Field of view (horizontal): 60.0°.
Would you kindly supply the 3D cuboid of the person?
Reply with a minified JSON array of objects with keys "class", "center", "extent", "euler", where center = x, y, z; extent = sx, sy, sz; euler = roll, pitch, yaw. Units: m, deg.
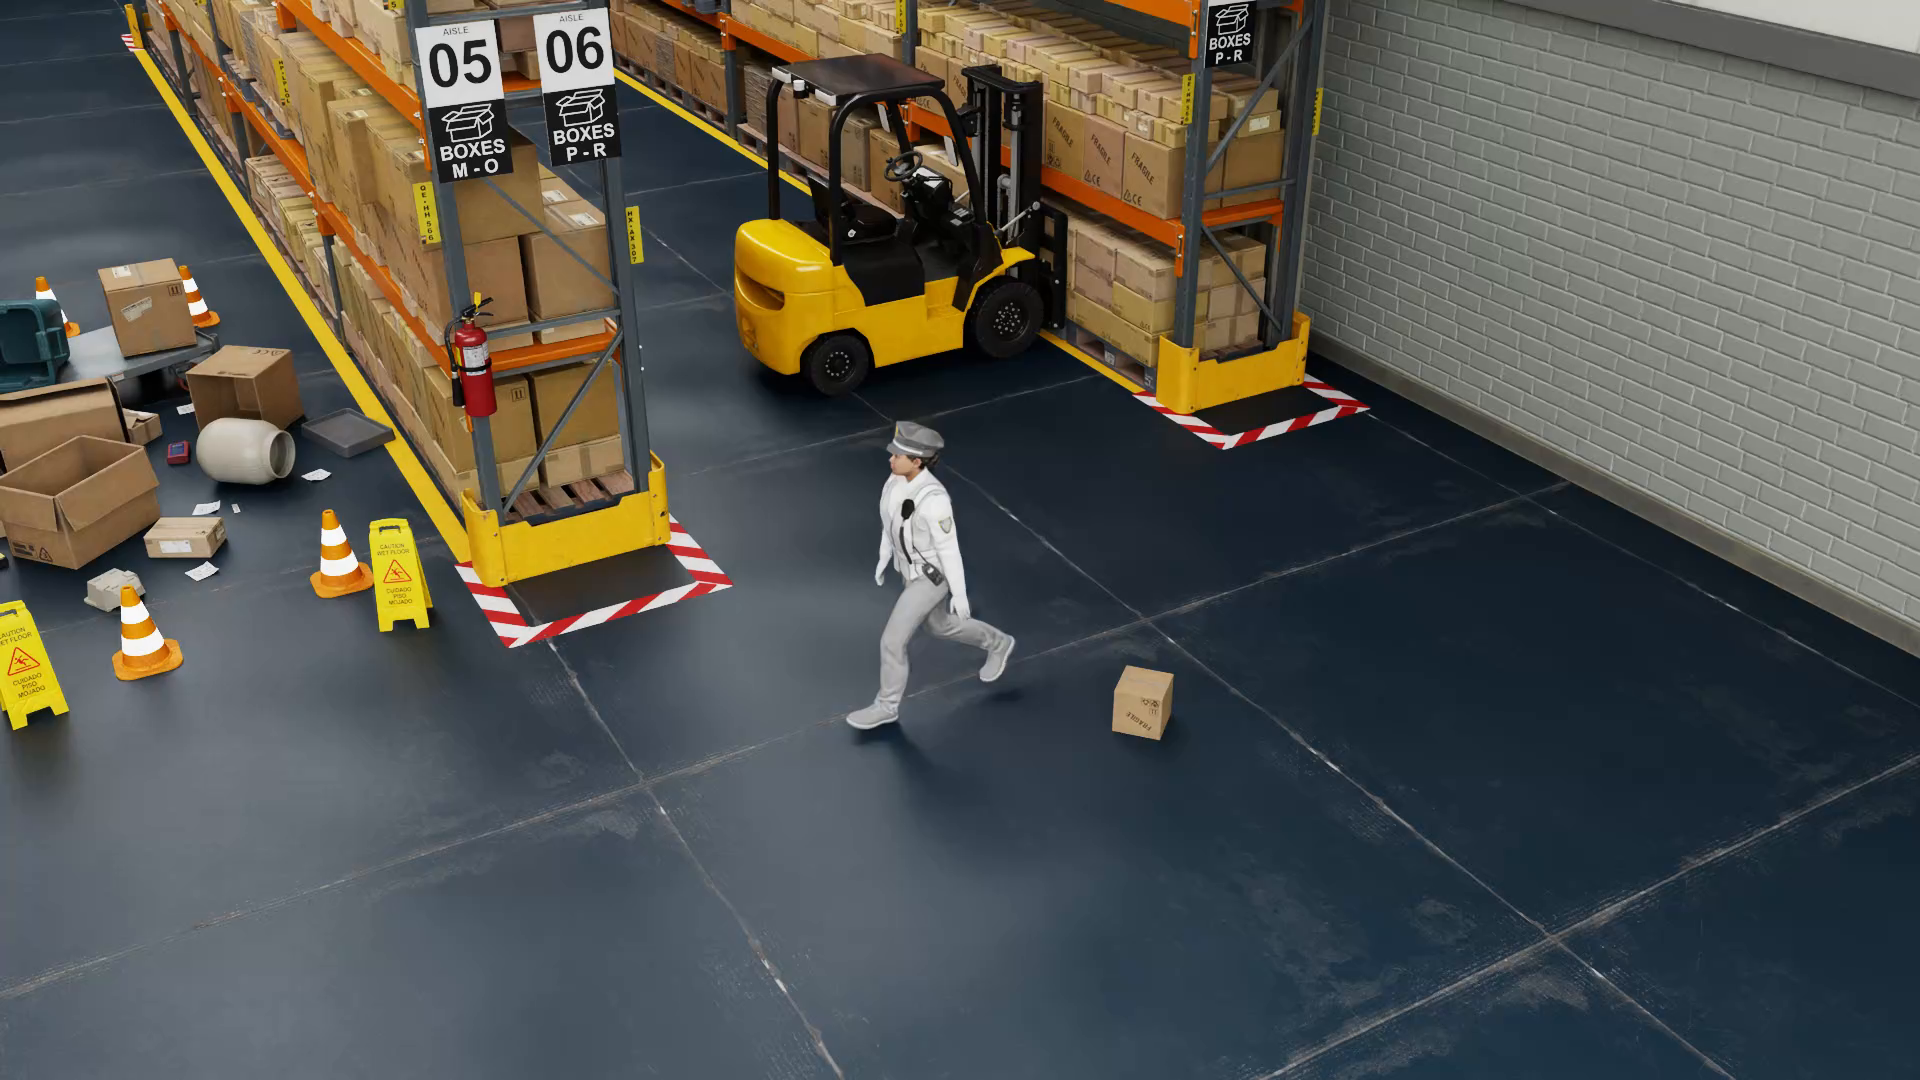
[{"class":"person","center":[-0.144,0.133,8.311],"extent":[0.999,1.628,0.552],"euler":[-12,31,-21]}]
